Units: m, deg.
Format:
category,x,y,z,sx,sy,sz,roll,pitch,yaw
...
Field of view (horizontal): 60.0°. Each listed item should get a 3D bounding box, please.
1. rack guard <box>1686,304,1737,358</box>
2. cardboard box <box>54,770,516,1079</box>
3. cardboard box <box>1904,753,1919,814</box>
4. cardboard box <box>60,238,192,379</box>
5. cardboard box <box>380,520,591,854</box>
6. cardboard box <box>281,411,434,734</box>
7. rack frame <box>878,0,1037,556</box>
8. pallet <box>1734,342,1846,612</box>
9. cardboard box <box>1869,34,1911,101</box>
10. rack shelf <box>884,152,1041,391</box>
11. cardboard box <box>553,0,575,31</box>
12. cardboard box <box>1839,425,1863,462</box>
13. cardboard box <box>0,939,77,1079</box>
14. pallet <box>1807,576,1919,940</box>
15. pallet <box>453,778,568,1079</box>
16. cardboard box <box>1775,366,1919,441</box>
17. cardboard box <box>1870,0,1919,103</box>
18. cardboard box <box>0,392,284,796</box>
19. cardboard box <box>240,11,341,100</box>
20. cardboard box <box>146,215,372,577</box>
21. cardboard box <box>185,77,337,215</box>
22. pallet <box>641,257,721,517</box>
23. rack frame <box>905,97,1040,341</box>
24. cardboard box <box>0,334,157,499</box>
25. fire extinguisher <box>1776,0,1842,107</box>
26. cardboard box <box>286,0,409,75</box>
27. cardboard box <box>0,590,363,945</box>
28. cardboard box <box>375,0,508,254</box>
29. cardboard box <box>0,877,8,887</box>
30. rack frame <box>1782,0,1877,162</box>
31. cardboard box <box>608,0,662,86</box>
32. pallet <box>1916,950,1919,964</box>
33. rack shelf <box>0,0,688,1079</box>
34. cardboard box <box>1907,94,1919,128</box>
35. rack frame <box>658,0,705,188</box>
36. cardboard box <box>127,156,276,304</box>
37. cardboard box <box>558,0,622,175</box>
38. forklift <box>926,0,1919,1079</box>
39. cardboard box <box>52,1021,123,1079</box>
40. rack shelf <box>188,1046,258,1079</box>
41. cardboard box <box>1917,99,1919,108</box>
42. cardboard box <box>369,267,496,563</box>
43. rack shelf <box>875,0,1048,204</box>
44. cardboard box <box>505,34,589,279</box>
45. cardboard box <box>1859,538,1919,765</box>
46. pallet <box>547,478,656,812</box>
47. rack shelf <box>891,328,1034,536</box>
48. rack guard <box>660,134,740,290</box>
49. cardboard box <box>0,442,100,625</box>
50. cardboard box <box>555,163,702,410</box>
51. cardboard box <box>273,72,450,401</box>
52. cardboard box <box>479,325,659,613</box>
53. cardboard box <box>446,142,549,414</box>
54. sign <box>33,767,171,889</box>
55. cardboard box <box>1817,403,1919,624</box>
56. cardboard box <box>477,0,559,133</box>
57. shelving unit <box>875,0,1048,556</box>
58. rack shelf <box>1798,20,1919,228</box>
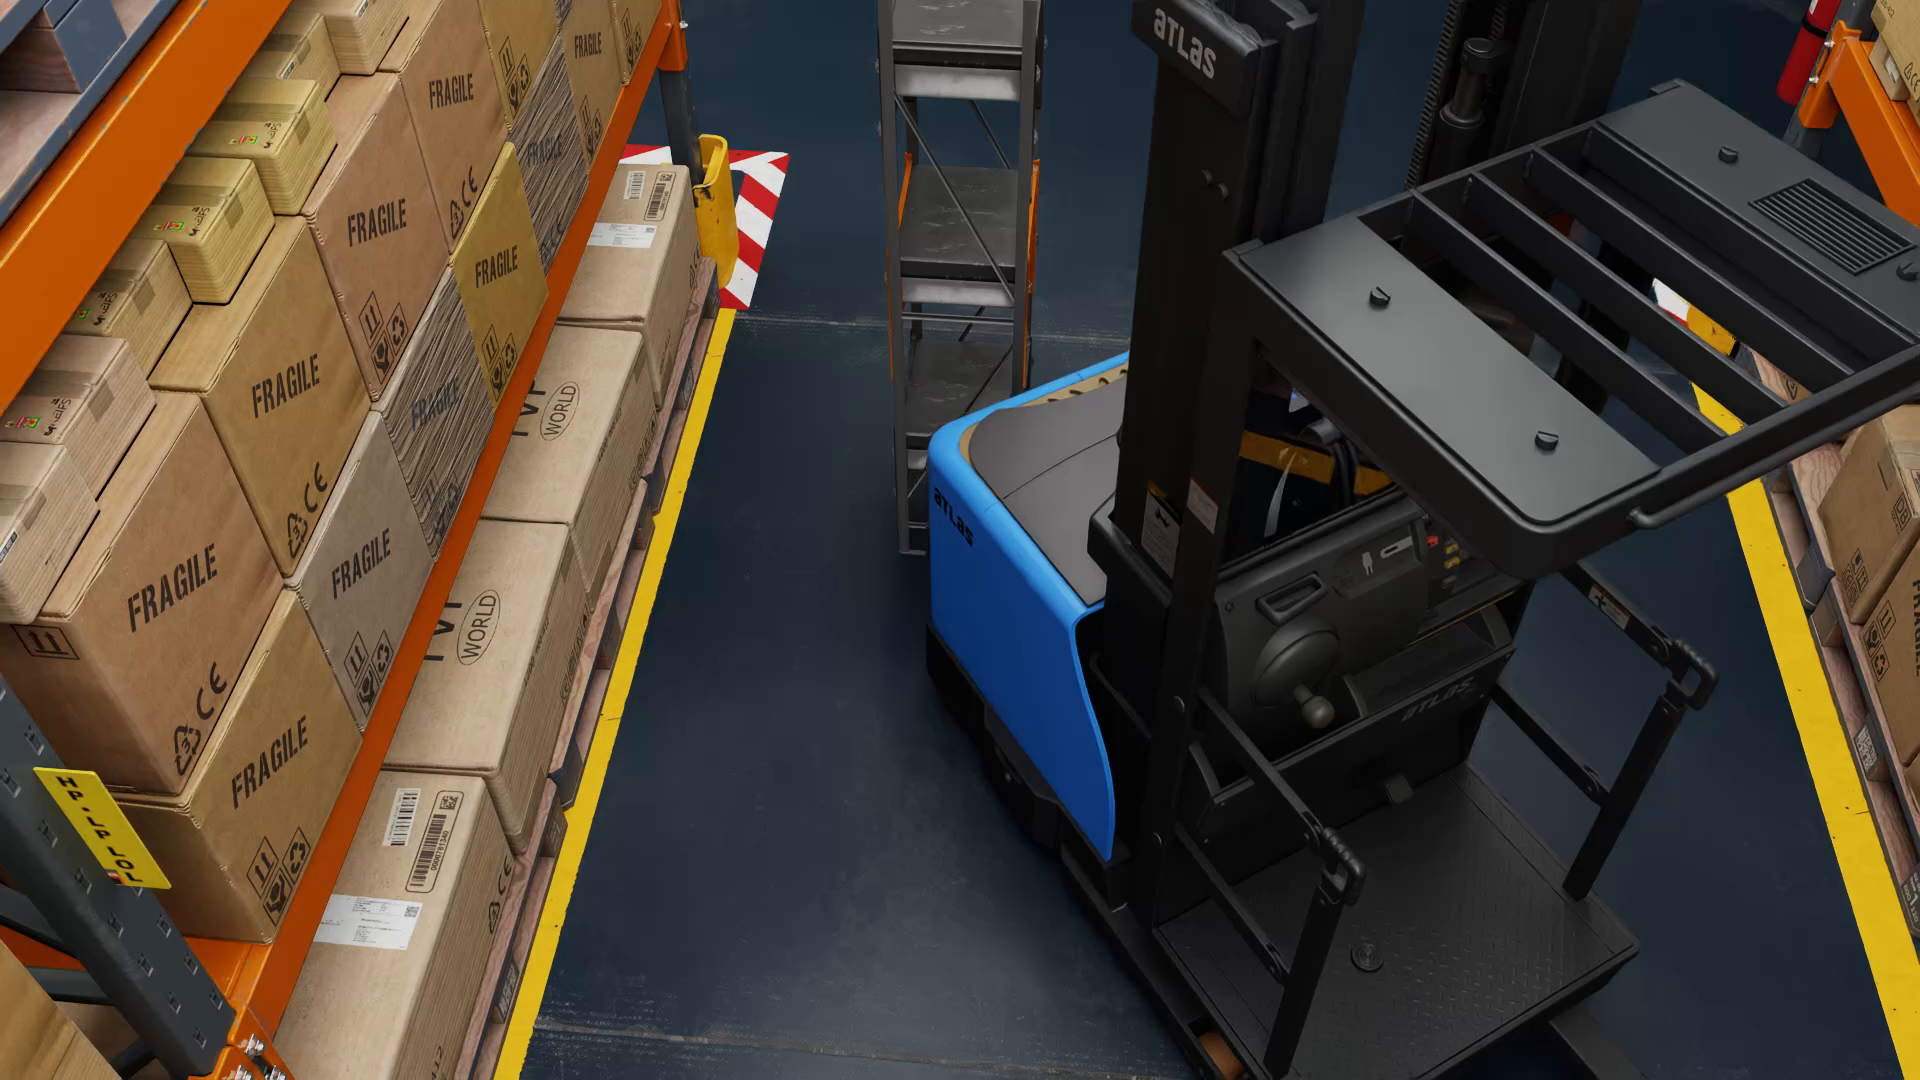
category,x,y,z,sx,sy,sz,roll,pitch,yaw
rack guard,3.434,-0.924,6.256,1.175,0.500,0.348,4,48,4
cardboard box,-1.703,1.054,4.205,0.875,0.438,0.875,3,48,3
cardboard box,3.079,0.710,4.477,0.700,0.500,0.500,2,48,2
cardboard box,-1.591,-0.400,2.898,0.380,0.149,0.250,3,48,3
cardboard box,-1.622,0.396,4.807,0.875,0.438,0.875,3,48,2
cardboard box,-1.514,0.054,3.600,0.500,0.500,0.500,4,48,4
rack frame,-0.007,-0.651,4.922,0.400,2.100,0.015,4,48,4
pallet,3.362,-0.240,5.827,1.003,0.211,1.213,4,48,4
cardboard box,3.138,-1.516,5.274,0.380,0.149,0.250,4,48,3
rack shelf,0.015,-0.821,5.097,0.431,0.518,0.480,4,48,4
cardboard box,-1.328,-1.769,4.590,0.500,0.500,0.500,4,48,4
cardboard box,3.213,-0.250,5.594,0.380,0.149,0.250,2,48,2
cardboard box,-1.658,0.759,2.278,0.500,0.500,0.500,5,48,5
pallet,3.248,0.654,5.009,1.003,0.211,1.213,4,48,4
pallet,-1.720,1.172,4.535,1.003,0.211,1.213,4,48,4
cardboard box,3.291,-0.680,5.746,0.797,0.503,0.637,2,48,2
cardboard box,3.131,-1.558,5.042,0.500,0.250,0.500,4,48,4
cardboard box,-1.583,0.080,2.899,0.500,0.500,0.500,4,48,4
cardboard box,-1.513,-0.962,3.412,0.380,0.149,0.250,4,48,3
cardboard box,-1.530,-0.291,3.238,0.500,0.500,0.500,3,48,3
cardboard box,-1.455,-0.772,3.238,0.380,0.149,0.250,3,48,2
pallet,-1.498,-0.621,6.175,1.003,0.211,1.213,4,48,4
rack frame,0.037,-1.010,5.250,0.400,2.100,0.015,4,48,4
cardboard box,-1.573,-0.209,2.724,0.380,0.149,0.250,5,48,4
fire extinguisher,2.994,-1.811,5.678,0.296,0.674,0.183,4,48,4
cardboard box,-1.422,-1.138,3.573,0.380,0.149,0.250,4,48,4
cardboard box,-1.564,0.424,3.262,0.500,0.500,0.500,5,48,5
cardboard box,-1.424,-1.037,3.920,0.500,0.500,0.500,4,48,3
cardboard box,-2.079,0.393,3.290,0.500,0.500,0.500,4,48,4
rack frame,3.441,-1.823,5.385,1.000,3.000,0.127,4,48,4
cardboard box,-1.283,-1.816,5.310,0.500,0.500,0.500,4,48,4
pallet,3.140,1.552,4.187,1.003,0.211,1.213,4,48,4
rack shelf,-1.685,-0.442,4.609,1.077,0.370,4.000,4,48,4
cardboard box,3.160,-1.326,5.100,0.380,0.149,0.250,5,48,4
rack frame,-1.503,-2.154,5.688,1.000,3.000,0.127,4,48,4
cardboard box,-1.508,-0.578,3.061,0.380,0.149,0.250,4,48,3
cardboard box,-1.344,-1.448,4.974,0.500,0.500,0.500,3,48,3
forklift,1.067,0.199,3.581,1.130,2.935,3.031,-23,52,-20
cardboard box,-1.665,1.007,2.559,0.500,0.250,0.500,4,48,3
rack shelf,-2.049,2.497,1.921,1.077,0.370,4.000,4,48,4
cardboard box,3.085,-1.187,4.703,0.500,0.250,0.500,4,48,4
cardboard box,-1.462,-0.311,3.934,0.500,0.500,0.500,4,48,4
rack shelf,0.015,-1.293,4.580,0.431,0.518,0.480,4,48,4
cardboard box,-1.381,-1.070,4.628,0.500,0.500,0.500,5,48,5
cardboard box,3.026,0.329,4.826,0.500,0.500,0.500,5,48,4
pallet,-1.611,0.274,5.357,1.003,0.211,1.213,4,48,4
rack shelf,0.015,-0.349,5.613,0.431,0.518,0.480,4,48,4
rack guard,-1.500,-1.329,6.626,1.175,0.500,0.348,4,48,4
cardboard box,-1.580,-0.020,2.550,0.380,0.149,0.250,3,48,3
cardboard box,-1.463,-0.940,6.029,0.875,0.438,0.875,2,48,2
cardboard box,-1.472,-0.666,3.581,0.500,0.500,0.500,5,48,4
cardboard box,-1.538,-0.267,5.413,0.875,0.438,0.875,5,48,5
cardboard box,-1.415,-0.689,4.280,0.500,0.500,0.500,5,48,5
sign,-1.326,0.450,2.575,0.100,0.325,0.005,4,48,4
cardboard box,3.174,-0.053,5.175,0.700,0.500,0.500,6,48,5
cardboard box,-1.376,-1.406,4.258,0.500,0.500,0.500,4,48,3
shelving unit,0.015,-0.830,5.086,0.431,2.100,0.503,4,48,4
rack shelf,3.258,-0.111,4.306,1.077,0.370,4.000,4,48,4
